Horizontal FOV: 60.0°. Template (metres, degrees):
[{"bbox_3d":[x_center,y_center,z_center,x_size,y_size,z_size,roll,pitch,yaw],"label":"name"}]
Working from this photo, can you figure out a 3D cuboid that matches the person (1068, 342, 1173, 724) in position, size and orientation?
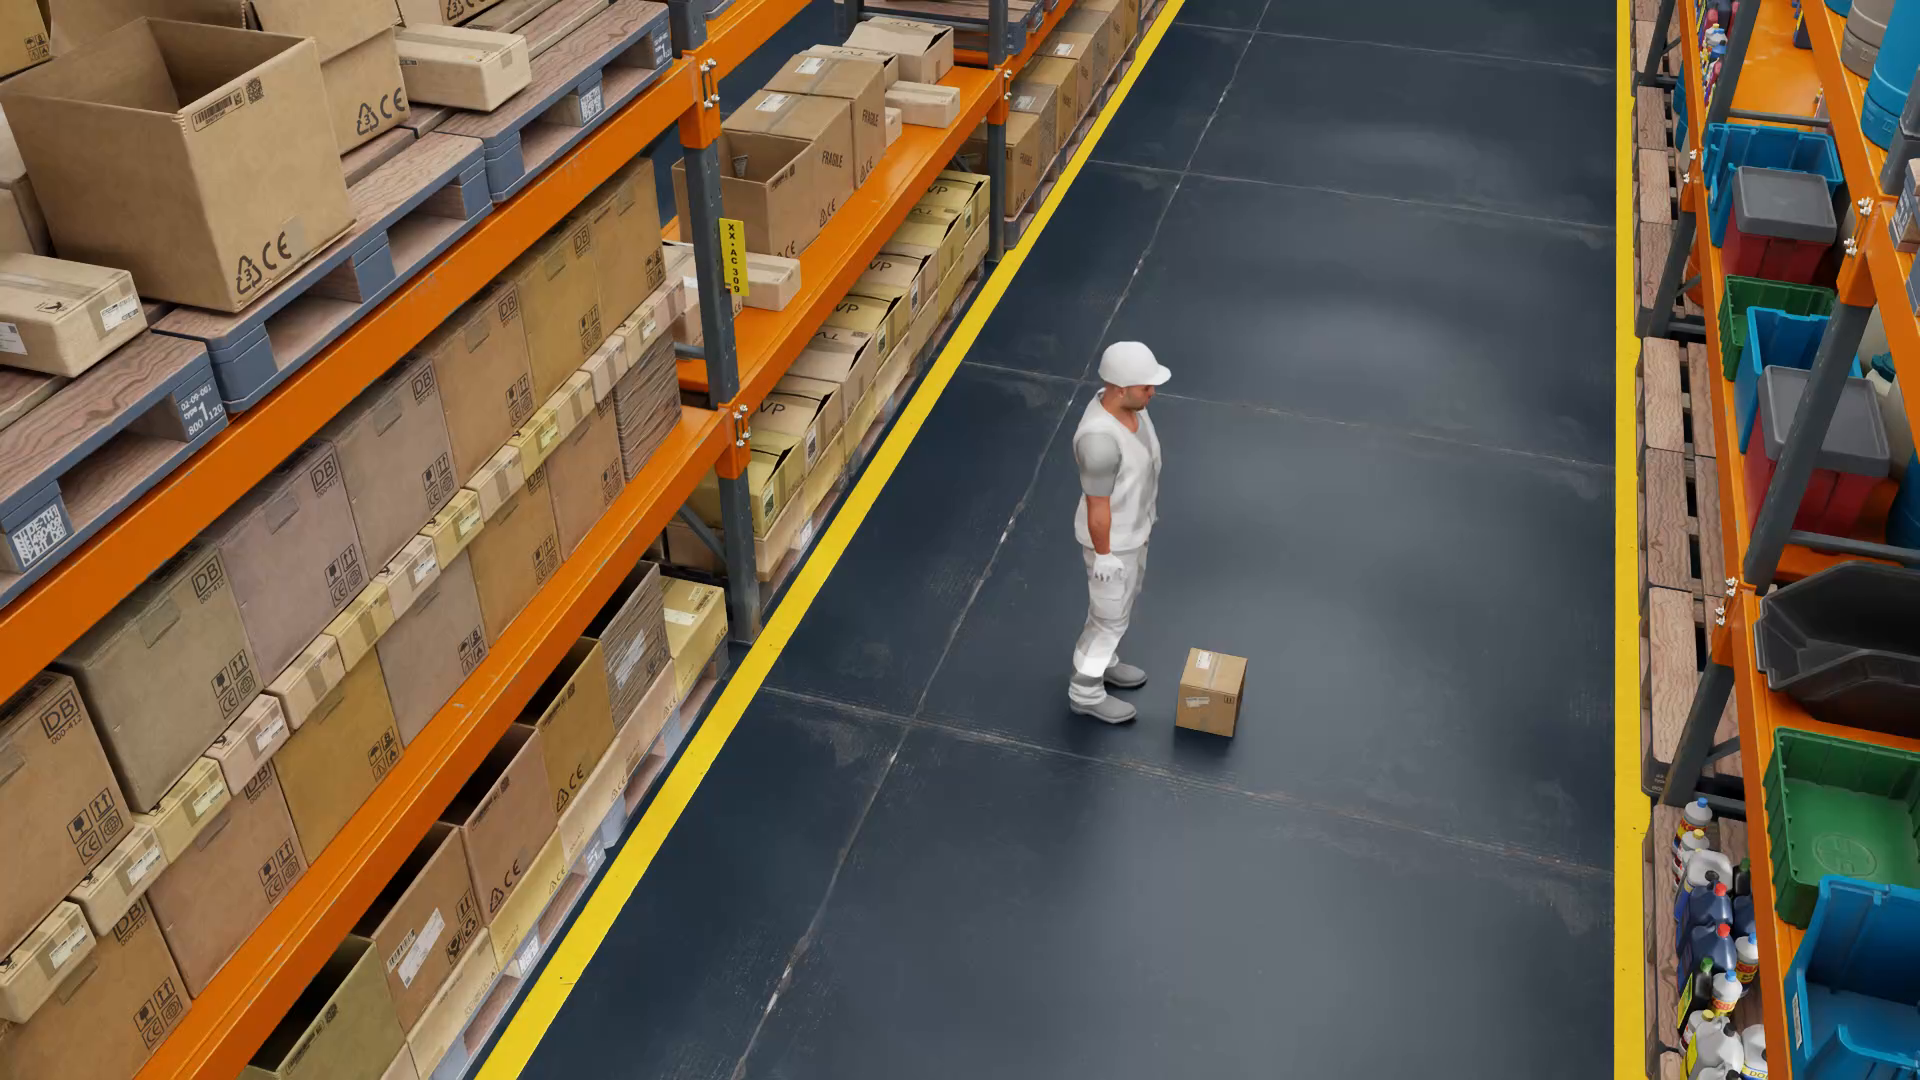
[{"bbox_3d":[0.652,-0.039,6.932,0.351,1.777,0.528,11,38,15],"label":"person"}]
